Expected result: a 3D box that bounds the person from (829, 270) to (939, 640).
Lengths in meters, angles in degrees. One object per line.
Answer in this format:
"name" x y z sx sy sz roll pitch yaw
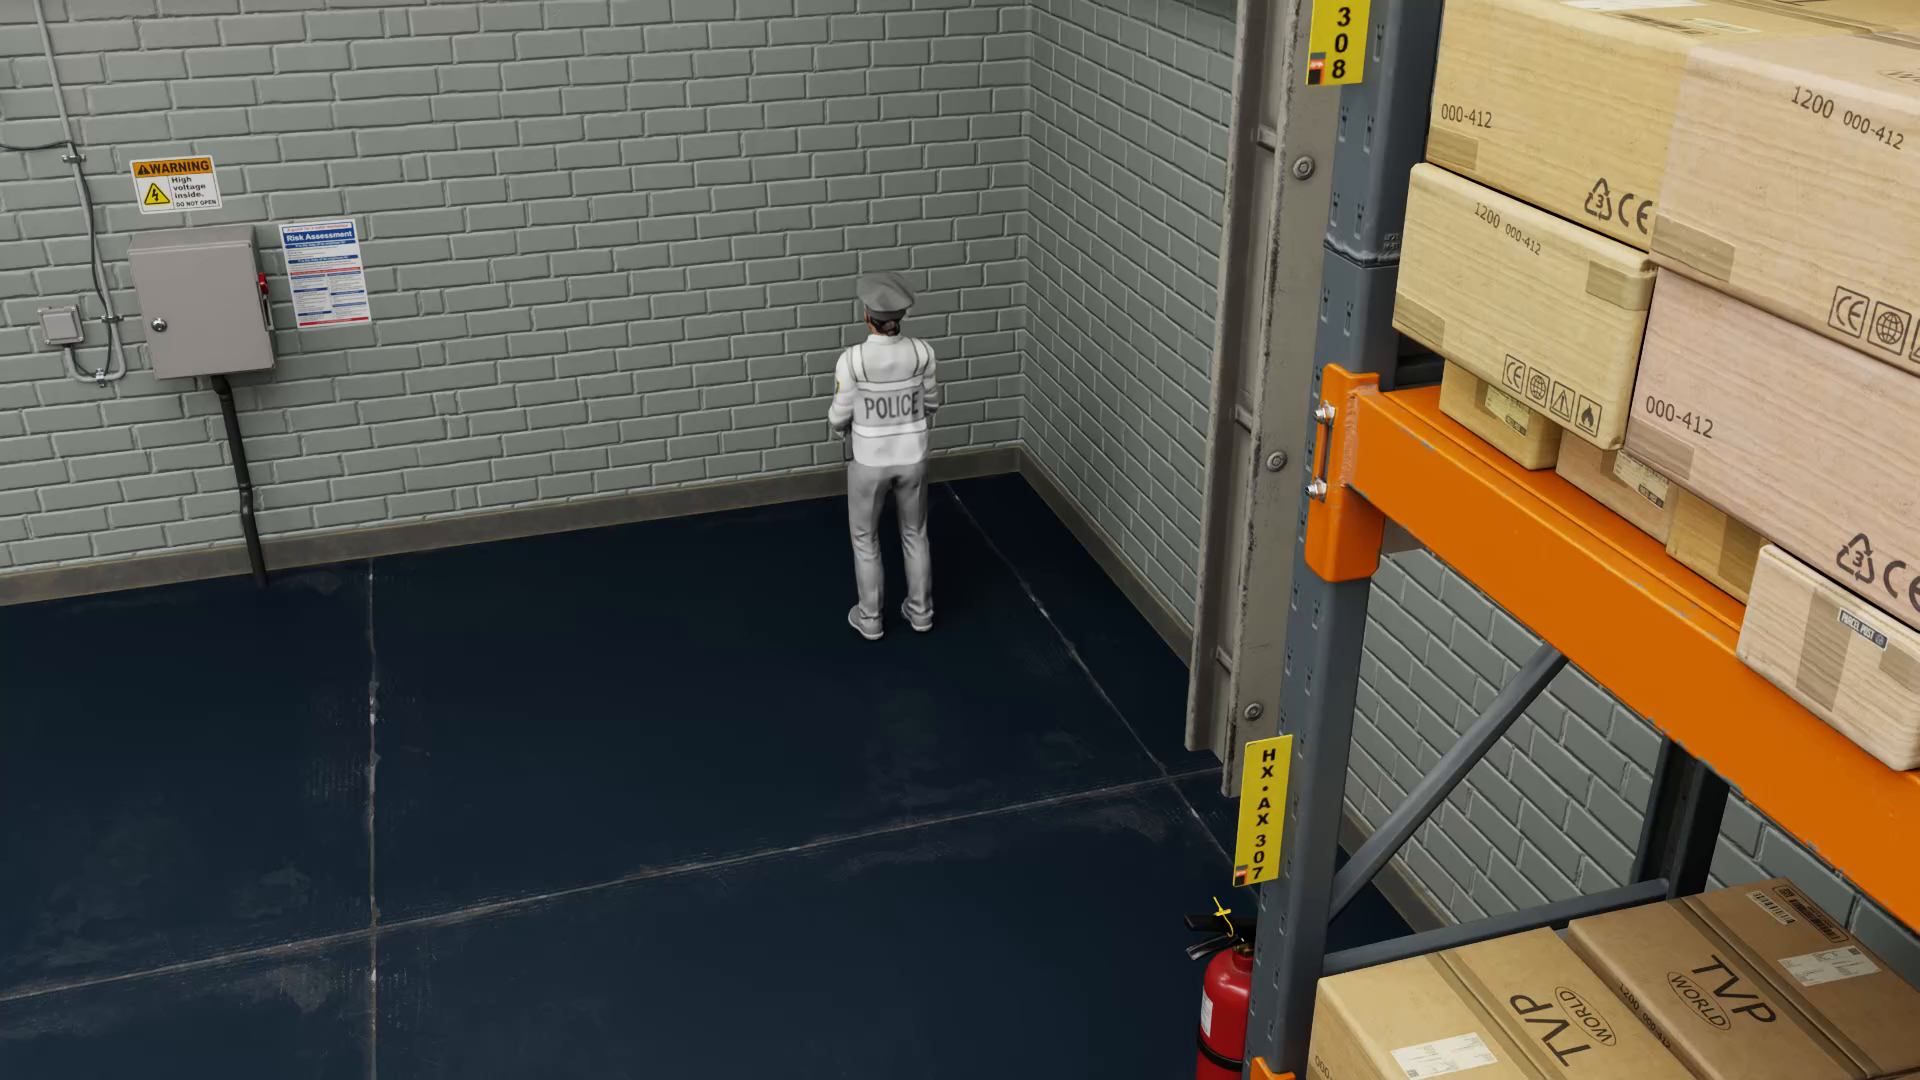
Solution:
"person" -0.344 -0.385 7.350 0.486 1.692 0.504 -8 28 -16
